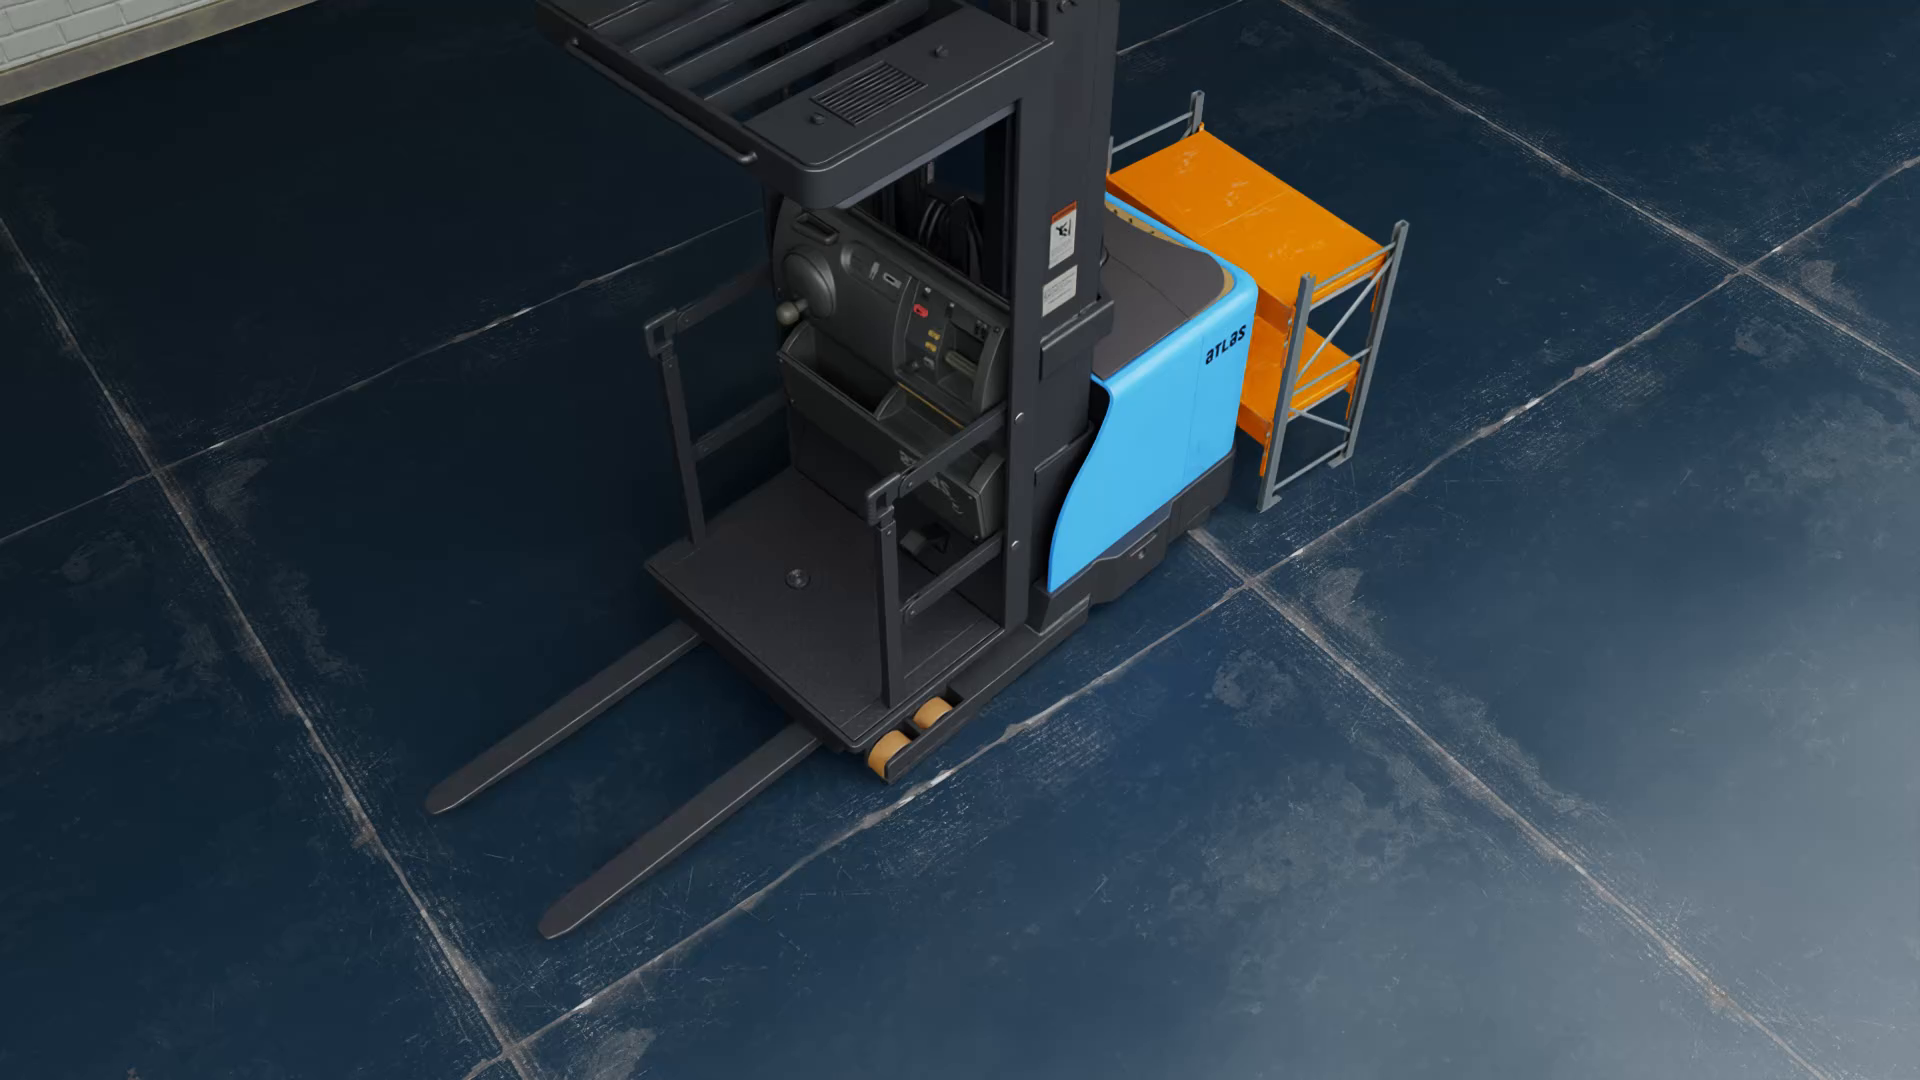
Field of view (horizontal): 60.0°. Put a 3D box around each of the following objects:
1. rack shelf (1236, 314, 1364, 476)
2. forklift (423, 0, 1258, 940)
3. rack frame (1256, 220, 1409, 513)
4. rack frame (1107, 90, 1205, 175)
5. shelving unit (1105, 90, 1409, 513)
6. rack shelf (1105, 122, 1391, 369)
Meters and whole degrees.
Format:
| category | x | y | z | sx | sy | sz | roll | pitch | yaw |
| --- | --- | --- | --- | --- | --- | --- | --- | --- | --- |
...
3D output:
| category | x | y | z | sx | sy | sz | roll | pitch | yaw |
| --- | --- | --- | --- | --- | --- | --- | --- | --- | --- |
| rack shelf | 1.026 | -0.737 | 6.489 | 0.538 | 0.278 | 1.000 | -30 | 54 | -24 |
| forklift | -0.374 | -0.625 | 4.839 | 3.031 | 2.935 | 1.130 | -36 | 57 | -28 |
| rack frame | 1.339 | -0.604 | 6.038 | 0.500 | 1.125 | 0.032 | -30 | 54 | -24 |
| rack frame | 0.714 | -1.198 | 6.577 | 0.500 | 1.125 | 0.032 | -30 | 54 | -24 |
| shelving unit | 1.027 | -0.901 | 6.308 | 0.538 | 1.125 | 1.048 | -30 | 54 | -24 |
| rack shelf | 1.027 | -1.098 | 6.091 | 0.538 | 0.278 | 1.000 | -30 | 54 | -24 |
